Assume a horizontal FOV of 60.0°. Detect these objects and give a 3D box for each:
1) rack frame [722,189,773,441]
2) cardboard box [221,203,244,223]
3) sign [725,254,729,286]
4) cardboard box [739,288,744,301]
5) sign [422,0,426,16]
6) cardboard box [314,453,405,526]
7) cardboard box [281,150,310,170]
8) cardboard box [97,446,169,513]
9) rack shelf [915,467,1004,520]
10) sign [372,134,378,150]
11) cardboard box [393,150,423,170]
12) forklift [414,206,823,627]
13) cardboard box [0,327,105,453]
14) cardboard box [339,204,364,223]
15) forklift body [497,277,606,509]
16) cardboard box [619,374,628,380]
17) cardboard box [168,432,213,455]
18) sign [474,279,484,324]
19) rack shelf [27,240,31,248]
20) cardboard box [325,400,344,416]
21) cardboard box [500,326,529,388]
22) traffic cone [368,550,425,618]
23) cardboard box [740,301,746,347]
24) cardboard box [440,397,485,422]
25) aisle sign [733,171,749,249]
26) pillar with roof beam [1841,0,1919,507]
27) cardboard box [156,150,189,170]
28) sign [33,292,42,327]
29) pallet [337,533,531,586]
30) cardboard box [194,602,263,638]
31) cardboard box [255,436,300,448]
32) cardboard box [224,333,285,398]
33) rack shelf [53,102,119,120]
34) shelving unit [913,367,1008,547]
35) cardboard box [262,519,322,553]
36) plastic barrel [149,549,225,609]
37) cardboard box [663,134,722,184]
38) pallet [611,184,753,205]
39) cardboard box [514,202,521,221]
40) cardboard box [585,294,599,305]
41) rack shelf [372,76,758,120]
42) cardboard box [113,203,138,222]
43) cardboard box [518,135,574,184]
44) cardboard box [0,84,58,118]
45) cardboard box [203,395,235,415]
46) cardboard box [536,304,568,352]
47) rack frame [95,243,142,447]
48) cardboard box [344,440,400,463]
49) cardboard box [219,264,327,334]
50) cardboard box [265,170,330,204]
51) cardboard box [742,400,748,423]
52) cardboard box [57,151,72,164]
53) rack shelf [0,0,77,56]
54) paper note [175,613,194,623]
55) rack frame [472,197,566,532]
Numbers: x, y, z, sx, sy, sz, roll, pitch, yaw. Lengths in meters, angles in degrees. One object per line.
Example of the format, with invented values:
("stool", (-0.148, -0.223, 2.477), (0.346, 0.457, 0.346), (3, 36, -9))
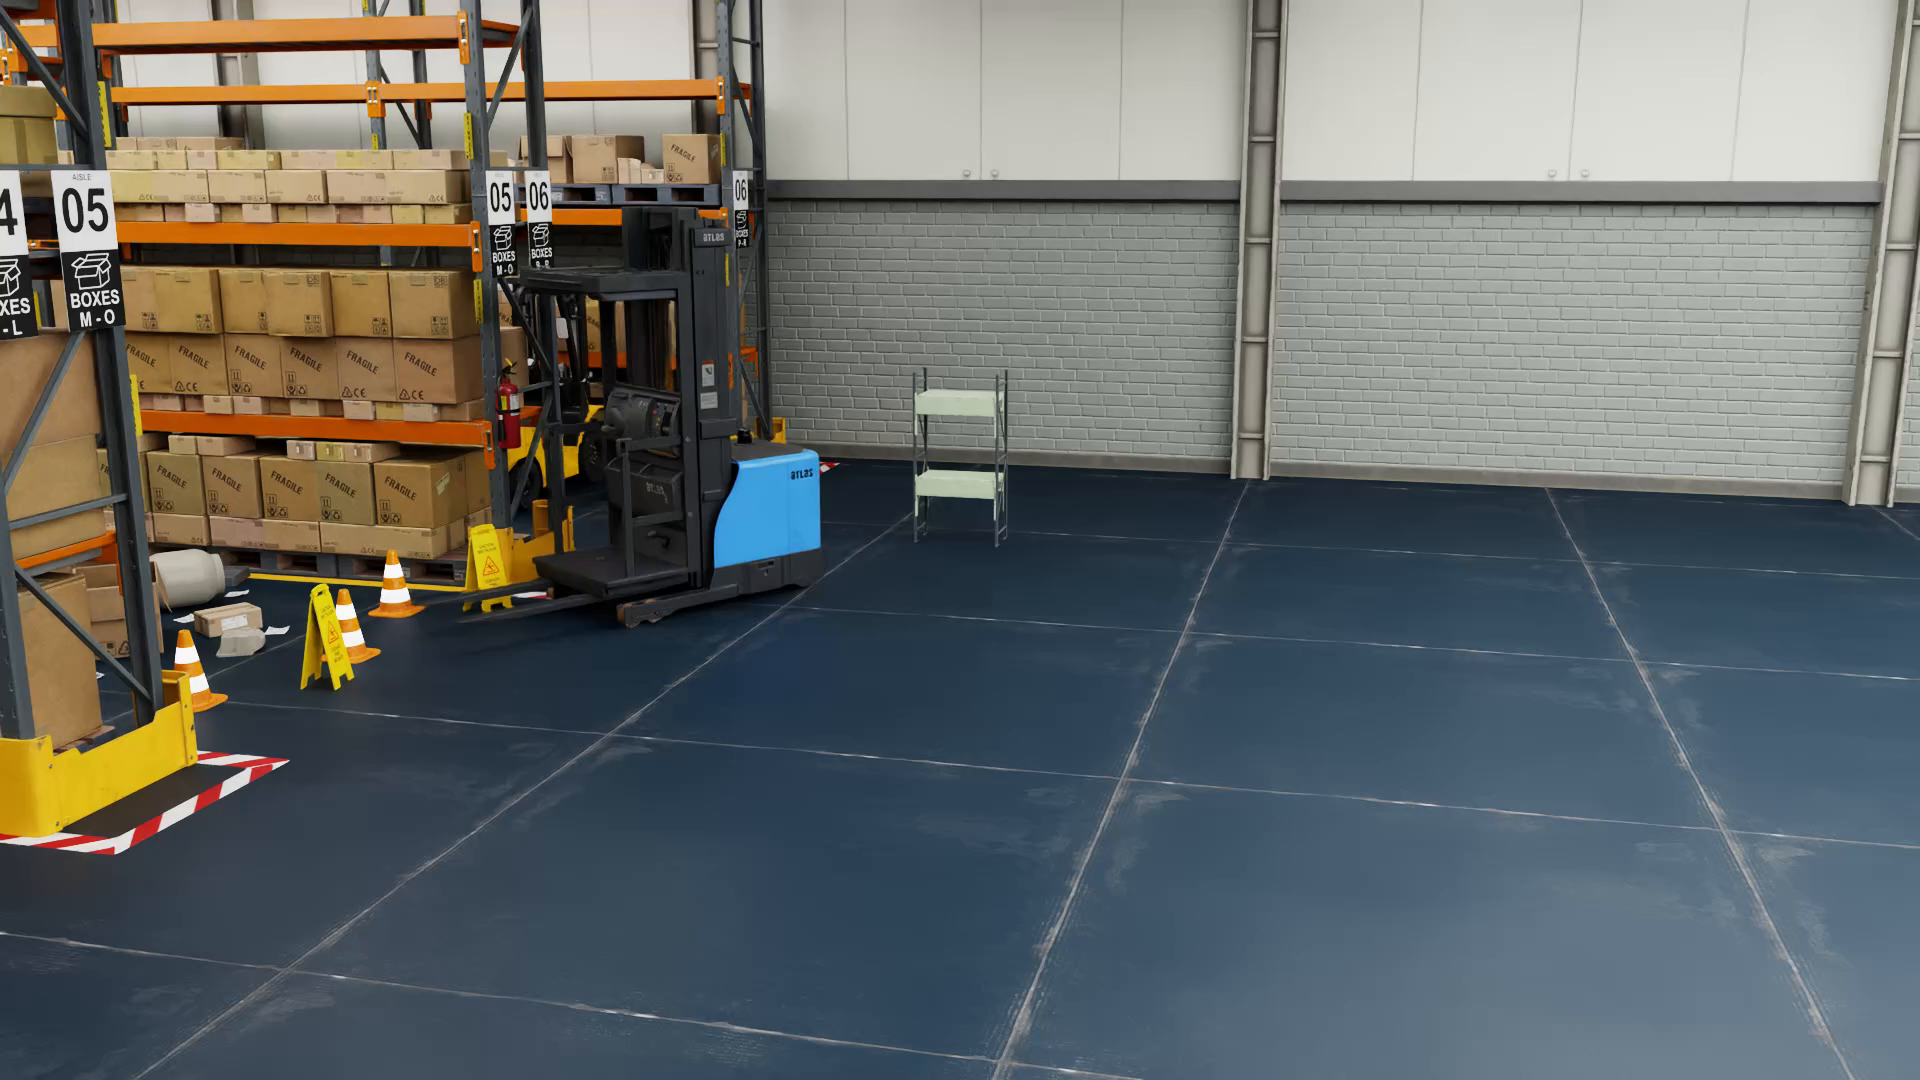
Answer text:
("rack frame", (-2.264, -2.225, 17.836), (0.127, 3.000, 1.000), (3, 13, 14))
("cardboard box", (-5.590, -2.582, 13.100), (0.250, 0.149, 0.380), (3, 13, 14))
("sign", (-2.408, -2.792, 17.173), (0.005, 0.325, 0.100), (3, 13, 14))
("cardboard box", (-2.532, -2.662, 18.080), (0.250, 0.149, 0.380), (3, 13, 12))
("sign", (-5.991, -6.010, 18.523), (0.005, 0.325, 0.100), (3, 13, 14))
("cardboard box", (-4.798, -0.423, 13.360), (0.500, 0.500, 0.500), (4, 13, 16))
("cardboard box", (-5.060, -2.955, 12.942), (0.250, 0.149, 0.380), (3, 13, 12))
("cardboard box", (-6.825, -0.530, 13.843), (0.500, 0.500, 0.500), (4, 13, 16))
("rack shelf", (0.006, -0.414, 14.640), (0.720, 0.370, 0.431), (3, 13, 14))
("sign", (-6.268, -4.188, 17.840), (0.005, 0.325, 0.100), (3, 13, 14))
("cardboard box", (-4.090, -2.889, 12.642), (0.250, 0.149, 0.380), (3, 13, 15))
("forklift", (-2.503, -0.933, 12.173), (3.031, 2.935, 1.130), (-11, 17, -42))
("cardboard box", (-4.889, -0.762, 8.405), (0.550, 0.550, 0.875), (3, 13, 14))
("cardboard box", (-4.593, -2.536, 12.895), (0.250, 0.149, 0.380), (3, 13, 14))
("forklift body", (-4.543, -1.525, 16.642), (1.214, 2.155, 2.313), (3, 13, 14))
("cardboard box", (-3.655, -1.694, 18.512), (0.500, 0.250, 0.500), (3, 13, 13))
("cardboard box", (-6.219, -0.801, 13.568), (0.250, 0.149, 0.380), (4, 13, 16))
("sign", (-3.602, -1.785, 12.449), (0.005, 0.325, 0.100), (3, 13, 14))
("rack shelf", (-9.275, -2.605, 14.286), (4.000, 0.370, 1.077), (3, 13, 14))
("cardboard box", (-4.853, -1.090, 13.301), (0.250, 0.149, 0.380), (3, 13, 14))
("cardboard box", (-3.843, -1.458, 13.461), (0.500, 0.500, 0.500), (3, 13, 13))
("traffic cone", (-4.177, 0.307, 12.283), (0.334, 0.463, 0.336), (3, 13, 14))
("cardboard box", (-2.679, -2.358, 18.204), (0.500, 0.500, 0.500), (3, 13, 15))
("cardboard box", (-3.864, -1.032, 13.042), (0.250, 0.149, 0.380), (4, 13, 15))
("aisle sign", (-2.271, -3.429, 17.260), (0.004, 0.787, 0.394), (3, 13, 14))
("pillar with roof beam", (7.895, -3.851, 11.316), (0.400, 9.000, 9.100), (3, 13, 14))
("cardboard box", (-6.091, -2.990, 13.098), (0.250, 0.149, 0.380), (3, 13, 12))
("sign", (-7.463, -1.837, 13.413), (0.005, 0.325, 0.100), (3, 13, 14))
("pallet", (-4.304, 0.127, 13.673), (1.213, 0.211, 1.003), (3, 13, 14))
("cardboard box", (-5.206, 0.568, 11.831), (0.250, 0.149, 0.380), (12, 17, 43))
("cardboard box", (-5.705, -0.590, 14.117), (0.500, 0.500, 0.500), (4, 13, 17))
("cardboard box", (-5.500, -1.429, 13.331), (0.500, 0.500, 0.500), (3, 13, 14))
("rack shelf", (-11.973, -5.126, 19.646), (4.000, 0.370, 1.077), (3, 13, 14))
("shelving unit", (0.006, -0.732, 14.570), (0.755, 1.500, 0.431), (3, 13, 14))
("cardboard box", (-5.310, -0.083, 13.562), (0.500, 0.250, 0.500), (3, 13, 12))
("plastic barrel", (-5.818, 0.288, 12.457), (0.512, 0.421, 0.421), (-9, 15, -35))
("cardboard box", (-2.753, -3.963, 17.316), (0.500, 0.500, 0.500), (3, 13, 15))
("pallet", (-2.945, -3.688, 17.710), (1.213, 0.211, 1.003), (3, 13, 14))
("cardboard box", (-3.694, -2.608, 13.218), (0.250, 0.149, 0.380), (3, 13, 14))
("cardboard box", (-3.919, -2.611, 17.847), (0.250, 0.149, 0.380), (3, 13, 14))
("rack shelf", (-4.206, -4.711, 17.775), (4.000, 0.370, 1.077), (3, 13, 14))
("cardboard box", (-6.582, -2.647, 13.395), (0.250, 0.149, 0.380), (3, 13, 14))
("cardboard box", (-4.282, -4.078, 17.823), (0.637, 0.503, 0.797), (3, 13, 15))
("cardboard box", (-4.786, -2.204, 8.354), (0.250, 0.149, 0.380), (3, 13, 14))
("cardboard box", (-5.865, -1.113, 13.407), (0.250, 0.149, 0.380), (3, 13, 14))
("cardboard box", (-4.295, -2.323, 18.048), (0.500, 0.500, 0.500), (3, 13, 14))
("rack frame", (-10.031, -2.640, 19.707), (0.127, 3.000, 1.000), (3, 13, 14))
("cardboard box", (-4.663, -0.718, 13.193), (0.250, 0.149, 0.380), (3, 13, 15))
("cardboard box", (-5.459, -1.931, 13.287), (0.500, 0.500, 0.700), (3, 13, 13))
("cardboard box", (-5.004, -2.739, 12.889), (0.500, 0.250, 0.500), (3, 13, 15))
("cardboard box", (-2.671, -1.399, 18.341), (0.500, 0.250, 0.500), (3, 13, 15))
("cardboard box", (-7.106, -3.034, 13.298), (0.250, 0.149, 0.380), (3, 13, 13))
("rack shelf", (-6.480, -2.621, 8.354), (4.000, 0.370, 1.077), (3, 13, 14))
("paper note", (-5.633, 0.568, 12.128), (0.142, 0.019, 0.148), (8, 15, 33))
("rack frame", (-3.450, -1.181, 13.130), (0.127, 3.000, 1.000), (3, 13, 14))
